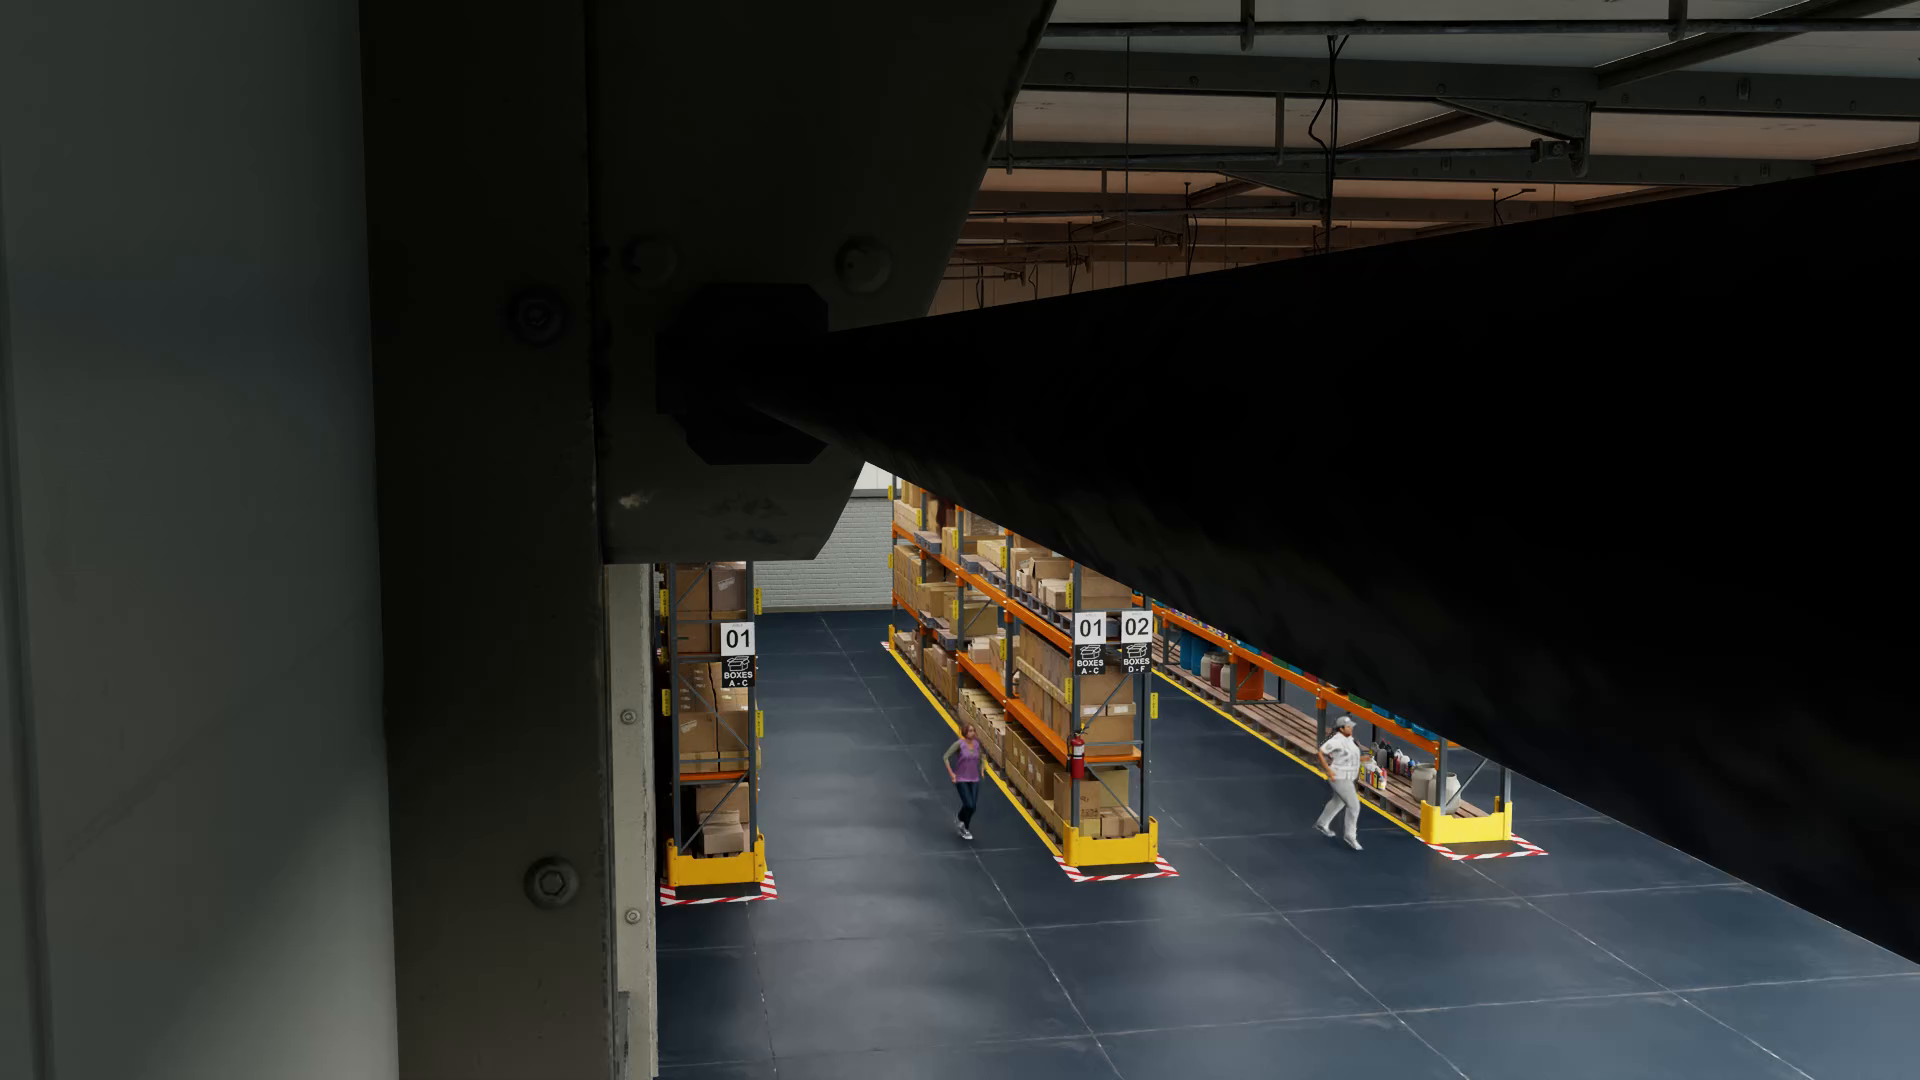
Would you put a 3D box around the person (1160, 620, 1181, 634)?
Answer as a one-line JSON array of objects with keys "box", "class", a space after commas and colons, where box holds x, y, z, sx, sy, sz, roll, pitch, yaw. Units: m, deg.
[{"box": [4.927, 1.340, 38.439, 0.628, 1.730, 0.745, 2, 6, 18], "class": "person"}]

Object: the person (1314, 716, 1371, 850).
[{"box": [4.994, 3.160, 21.772, 0.765, 1.730, 0.582, 4, 7, 31], "class": "person"}]

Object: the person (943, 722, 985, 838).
[{"box": [0.102, 3.190, 21.951, 0.548, 1.561, 0.505, -3, 7, -28], "class": "person"}]
